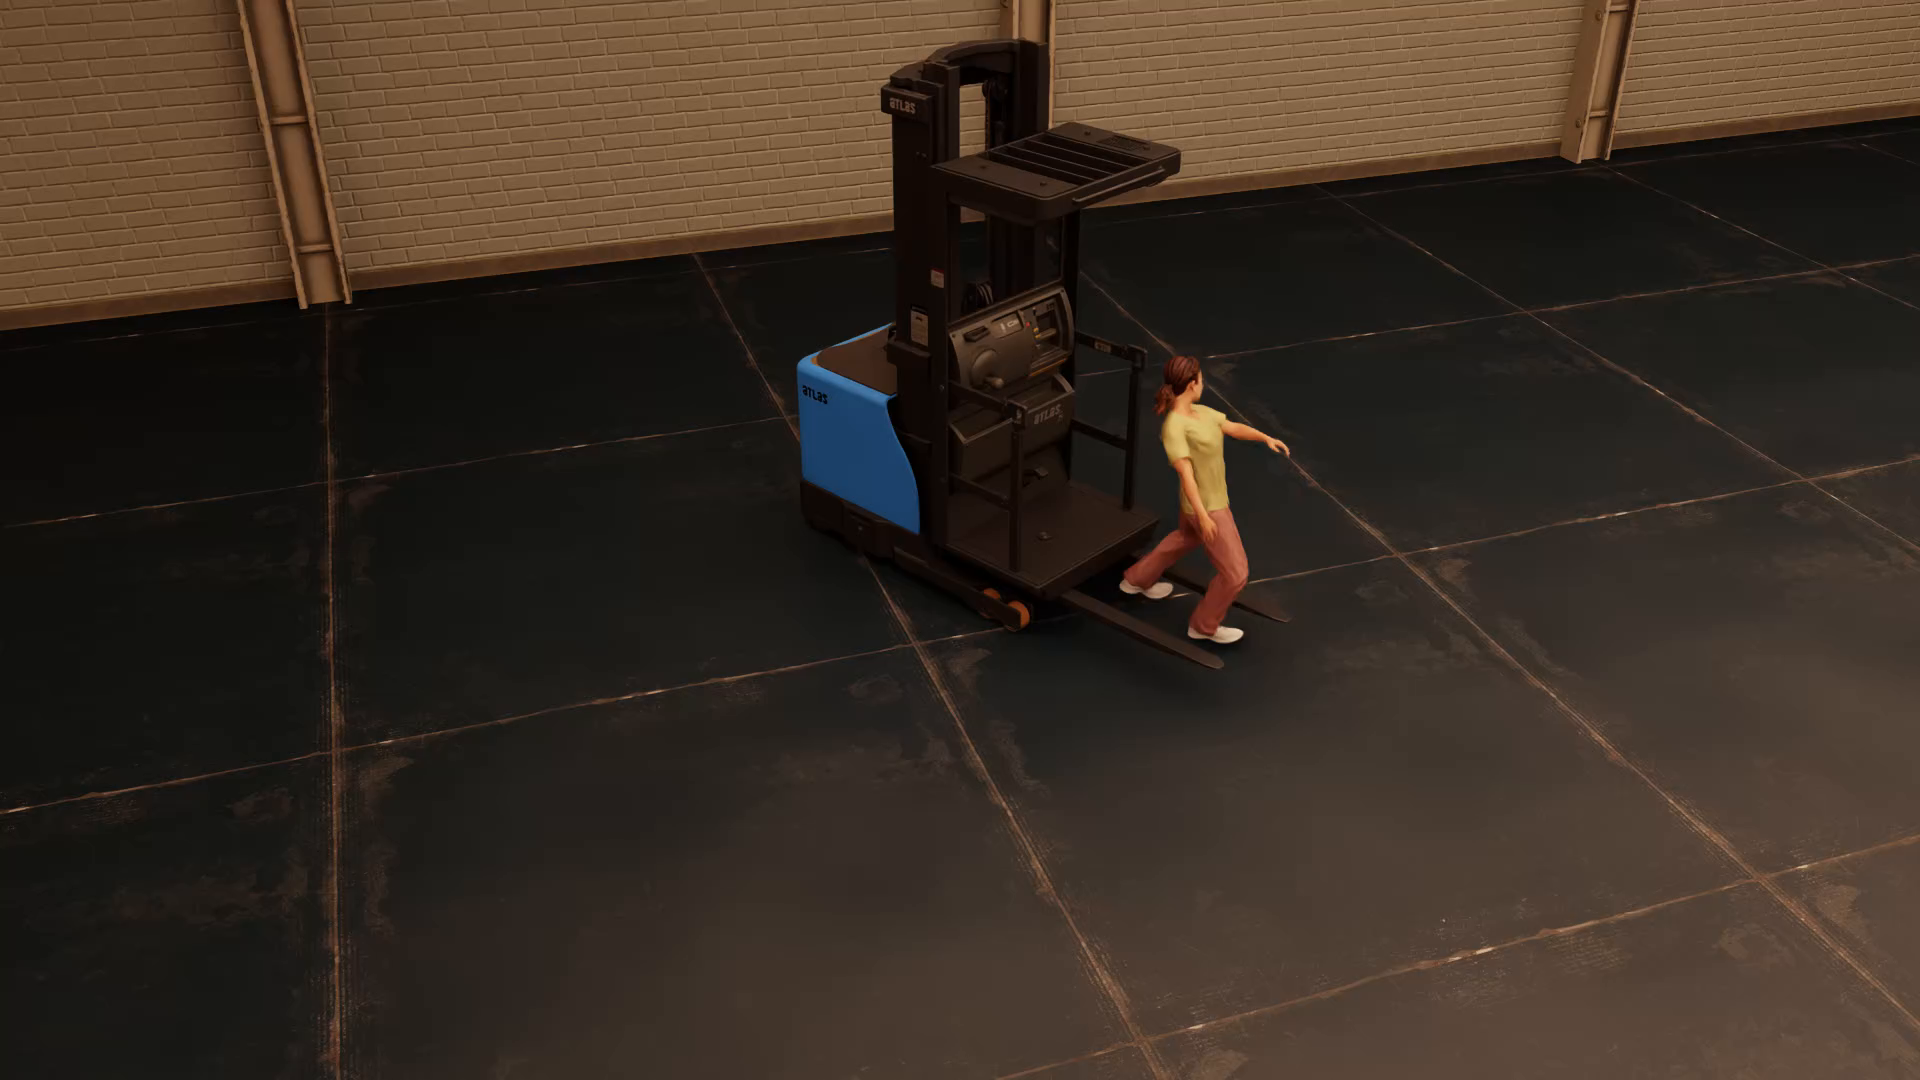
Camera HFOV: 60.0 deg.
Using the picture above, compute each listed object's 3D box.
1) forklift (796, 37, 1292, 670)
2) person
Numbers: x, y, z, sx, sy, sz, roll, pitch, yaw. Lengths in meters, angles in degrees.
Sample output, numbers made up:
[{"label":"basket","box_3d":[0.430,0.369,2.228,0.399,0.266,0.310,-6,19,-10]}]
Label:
[{"label":"forklift","box_3d":[0.443,-1.061,8.931,3.031,2.935,1.130,25,38,37]},{"label":"person","box_3d":[1.290,-0.186,8.768,0.824,1.510,0.773,2,30,3]}]
